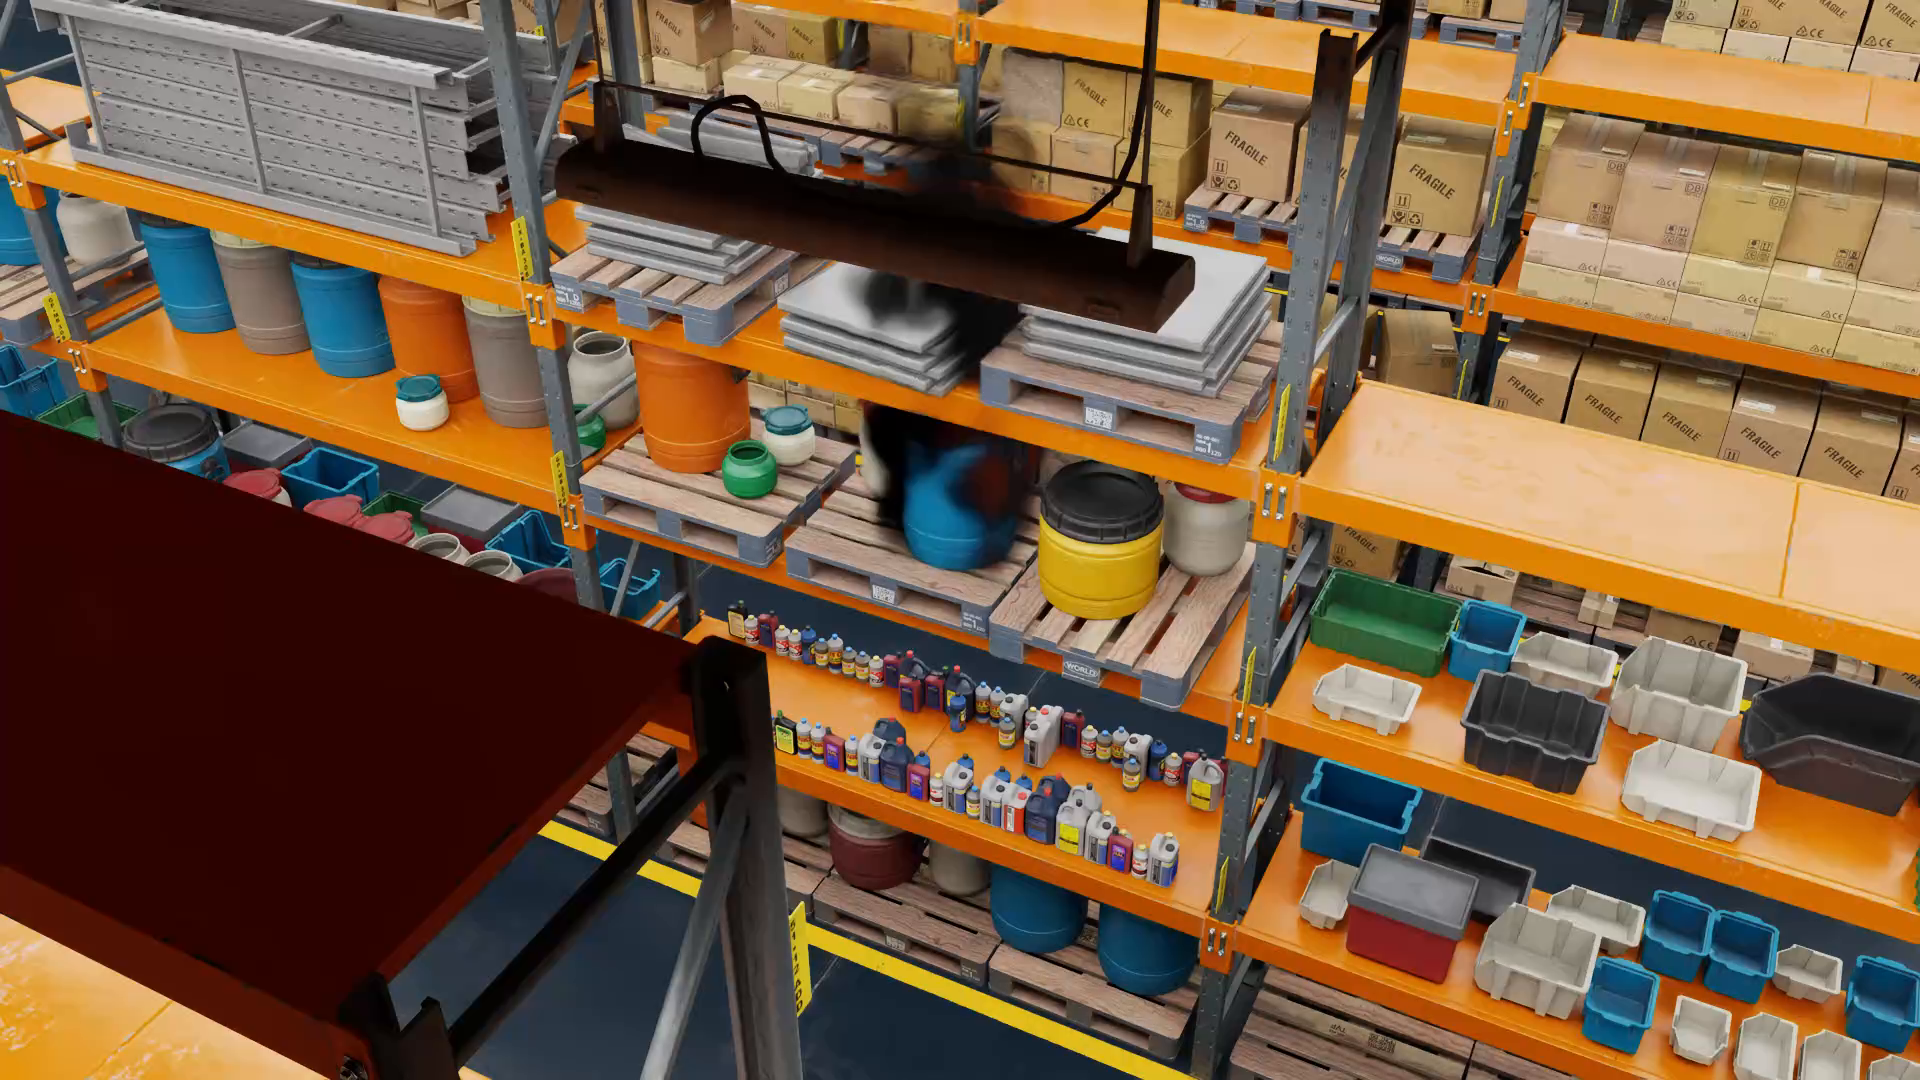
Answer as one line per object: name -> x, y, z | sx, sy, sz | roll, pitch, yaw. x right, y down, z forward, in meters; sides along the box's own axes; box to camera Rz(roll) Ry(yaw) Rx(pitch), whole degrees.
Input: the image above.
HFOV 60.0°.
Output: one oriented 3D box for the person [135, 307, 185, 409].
person -> -6.842, -1.354, 14.339 | 0.613, 1.639, 0.552 | 4, 35, 6
